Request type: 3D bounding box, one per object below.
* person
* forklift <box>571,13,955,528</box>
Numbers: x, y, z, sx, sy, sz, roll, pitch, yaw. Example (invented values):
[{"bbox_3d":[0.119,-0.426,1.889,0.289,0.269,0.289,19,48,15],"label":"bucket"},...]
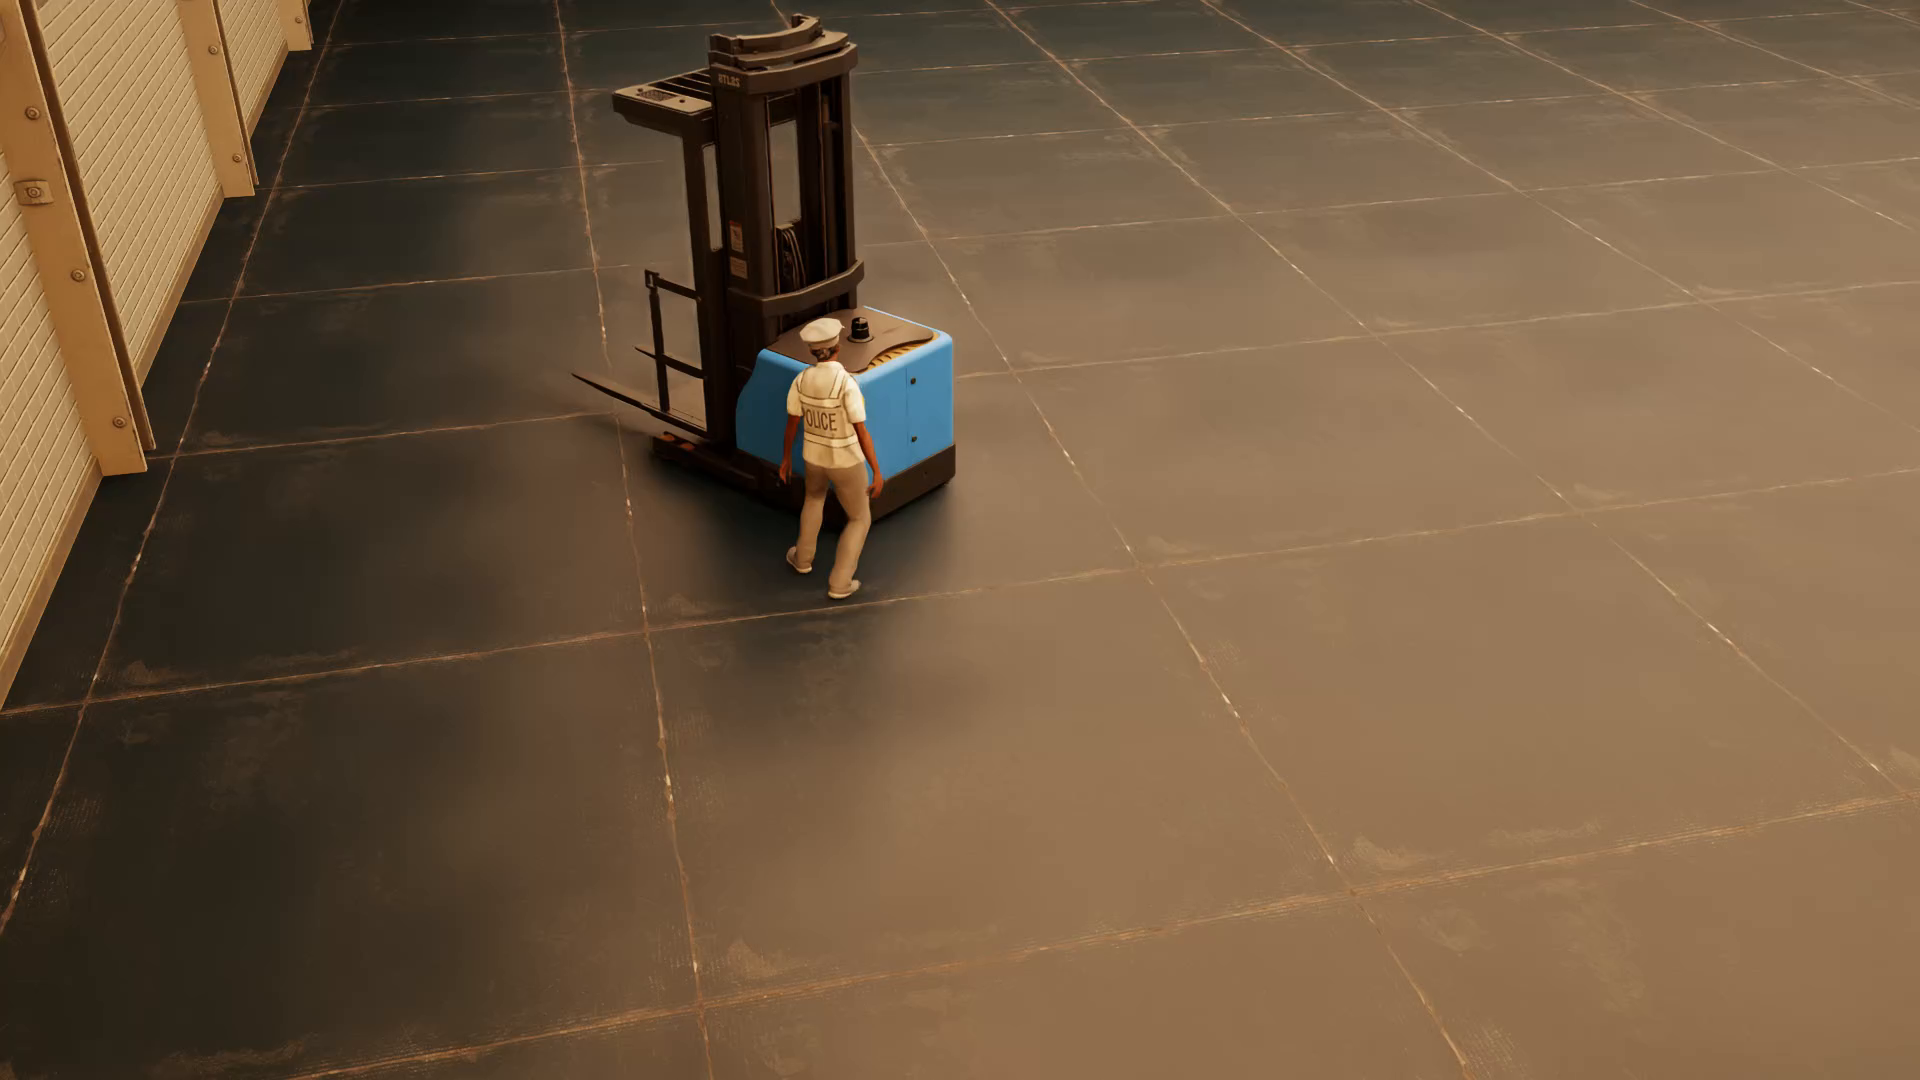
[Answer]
[{"bbox_3d":[-0.762,-0.445,9.716,0.814,1.642,0.444,19,35,30],"label":"person"},{"bbox_3d":[-1.483,-1.946,10.936,3.031,2.935,1.130,23,37,34],"label":"forklift"}]
